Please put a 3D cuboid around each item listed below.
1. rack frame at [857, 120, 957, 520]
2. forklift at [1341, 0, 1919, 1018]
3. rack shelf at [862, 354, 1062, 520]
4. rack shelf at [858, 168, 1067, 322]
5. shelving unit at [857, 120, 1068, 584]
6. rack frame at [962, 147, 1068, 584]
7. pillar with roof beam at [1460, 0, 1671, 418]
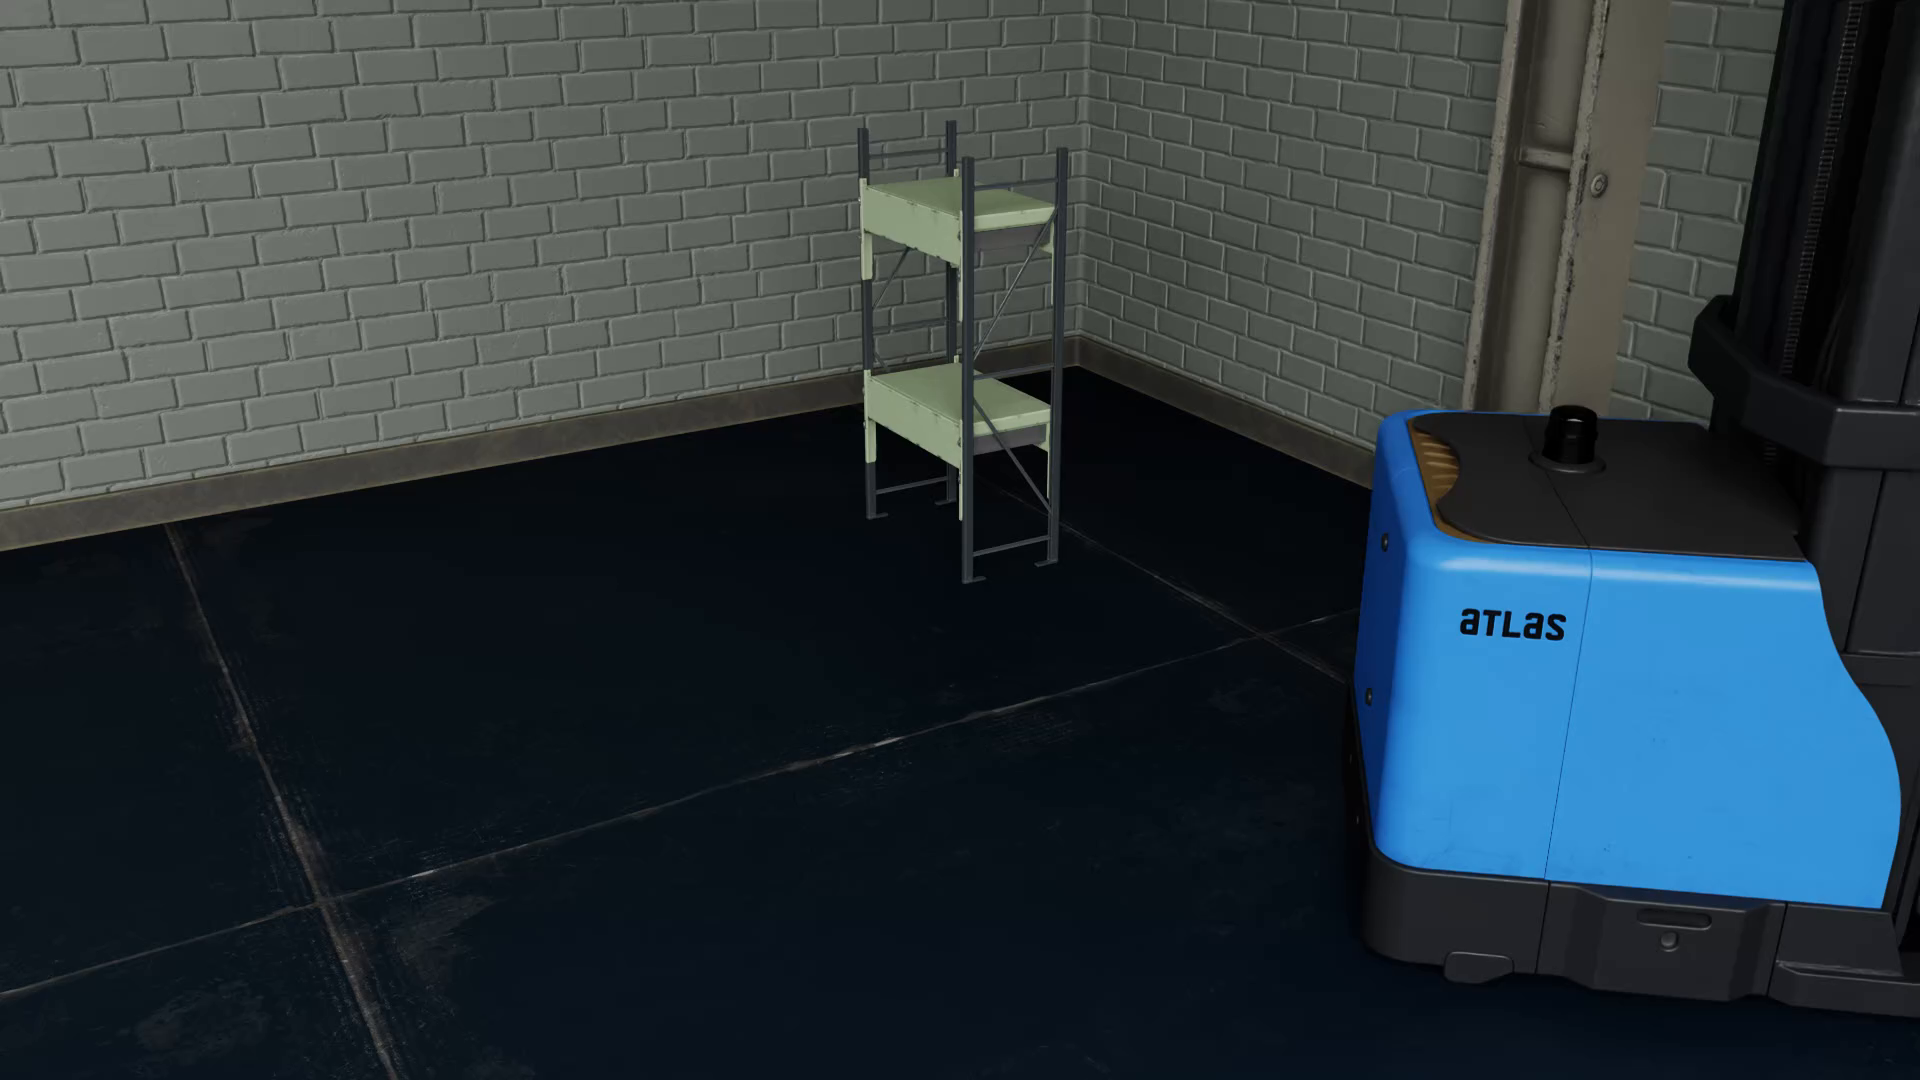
[{"bbox_3d":[-0.190,-0.815,6.326,0.400,1.500,0.023,-13,25,-28],"label":"rack frame"},{"bbox_3d":[2.494,-0.445,3.513,3.031,2.935,1.130,3,22,8],"label":"forklift"},{"bbox_3d":[-0.003,-0.395,6.157,0.431,0.370,0.720,-13,25,-28],"label":"rack shelf"},{"bbox_3d":[-0.003,-1.058,5.887,0.431,0.370,0.720,-13,25,-28],"label":"rack shelf"},{"bbox_3d":[-0.003,-0.697,6.034,0.431,1.500,0.755,-13,25,-28],"label":"shelving unit"},{"bbox_3d":[0.184,-0.578,5.743,0.400,1.500,0.023,-13,25,-28],"label":"rack frame"},{"bbox_3d":[-1.682,-3.249,2.354,9.100,9.000,0.400,-13,25,-28],"label":"pillar with roof beam"}]
